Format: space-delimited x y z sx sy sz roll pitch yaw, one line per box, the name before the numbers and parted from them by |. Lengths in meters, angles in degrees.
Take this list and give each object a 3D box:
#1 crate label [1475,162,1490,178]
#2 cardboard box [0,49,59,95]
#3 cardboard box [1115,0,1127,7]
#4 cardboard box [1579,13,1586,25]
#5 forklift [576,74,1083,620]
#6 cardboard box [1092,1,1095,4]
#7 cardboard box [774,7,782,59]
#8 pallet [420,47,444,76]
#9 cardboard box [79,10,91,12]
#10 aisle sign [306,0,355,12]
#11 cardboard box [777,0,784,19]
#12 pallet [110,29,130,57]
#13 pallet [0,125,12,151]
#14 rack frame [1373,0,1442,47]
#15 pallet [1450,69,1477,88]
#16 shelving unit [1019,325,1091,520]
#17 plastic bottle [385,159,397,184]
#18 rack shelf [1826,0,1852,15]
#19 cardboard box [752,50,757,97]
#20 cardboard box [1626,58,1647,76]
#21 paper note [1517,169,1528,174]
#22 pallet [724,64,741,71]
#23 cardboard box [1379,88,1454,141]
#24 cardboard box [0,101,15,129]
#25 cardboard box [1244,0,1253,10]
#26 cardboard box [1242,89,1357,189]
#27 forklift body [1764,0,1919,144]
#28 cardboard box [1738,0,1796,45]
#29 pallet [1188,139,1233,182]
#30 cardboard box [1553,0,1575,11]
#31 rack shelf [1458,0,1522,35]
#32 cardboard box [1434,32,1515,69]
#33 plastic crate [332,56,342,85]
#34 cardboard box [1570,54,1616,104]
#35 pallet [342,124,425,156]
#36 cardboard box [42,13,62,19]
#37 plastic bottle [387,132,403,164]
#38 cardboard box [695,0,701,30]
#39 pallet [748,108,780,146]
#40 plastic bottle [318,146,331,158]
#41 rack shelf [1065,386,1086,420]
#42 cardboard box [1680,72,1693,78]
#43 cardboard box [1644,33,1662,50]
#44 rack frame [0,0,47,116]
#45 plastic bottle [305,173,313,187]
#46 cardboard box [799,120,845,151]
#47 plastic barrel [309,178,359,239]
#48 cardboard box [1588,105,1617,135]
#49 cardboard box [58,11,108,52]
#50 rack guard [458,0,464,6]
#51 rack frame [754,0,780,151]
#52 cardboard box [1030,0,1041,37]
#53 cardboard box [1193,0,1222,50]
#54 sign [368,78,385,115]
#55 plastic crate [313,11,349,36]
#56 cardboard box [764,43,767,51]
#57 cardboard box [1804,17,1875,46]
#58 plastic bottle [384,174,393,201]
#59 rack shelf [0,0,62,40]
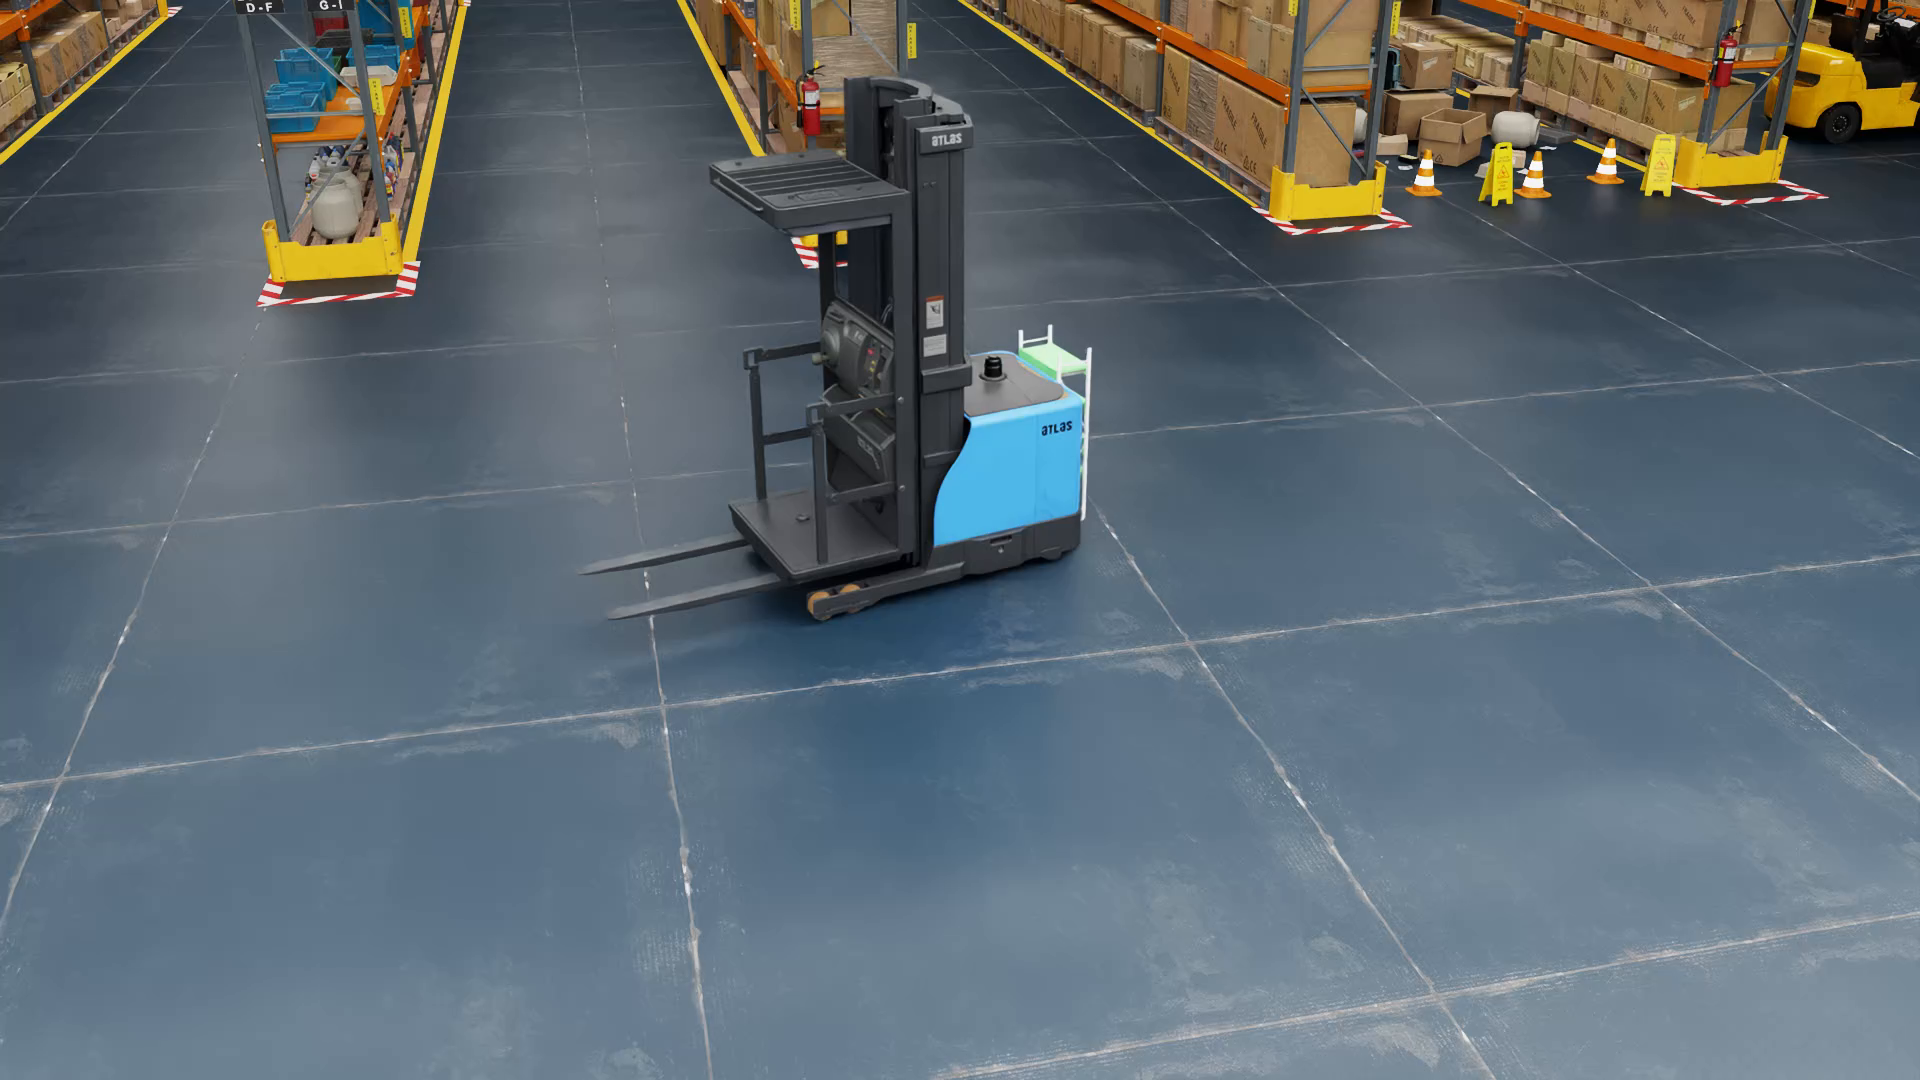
crate label | 6.059 -4.208 18.936 0.250 0.136 0.298 -23 35 -38
cardboard box | -12.279 -6.162 21.916 0.500 0.500 0.500 -5 27 -9
cardboard box | 2.348 -7.251 21.676 0.500 0.500 0.500 -6 27 -11
cardboard box | 7.822 -6.380 20.339 0.380 0.149 0.250 -6 27 -12
forklift | -0.788 -1.107 9.690 3.031 2.935 1.130 -13 30 -24
cardboard box | 2.133 -8.050 24.846 0.500 0.250 0.500 -7 28 -14
cardboard box | -1.499 -5.419 17.716 0.875 0.500 0.500 -6 27 -12
pallet | -8.118 -6.986 24.357 1.003 0.211 1.213 -6 27 -12
cardboard box | -13.930 -8.156 26.075 0.500 0.311 0.500 -6 27 -12
aisle sign | -5.524 -5.001 14.444 0.394 0.787 0.004 -6 27 -12
cardboard box | -1.593 -5.624 17.013 0.500 0.500 0.500 -6 27 -12
pallet | -13.510 -7.666 25.704 1.003 0.211 1.213 -6 27 -12
pallet | -12.036 -4.708 19.844 1.003 0.211 1.213 -6 27 -12
rack frame | 6.852 -8.864 24.982 1.000 3.000 0.127 -6 27 -12
pallet | 7.298 -6.741 23.871 1.003 0.211 1.213 -6 27 -12
shelving unit | 0.606 -0.748 10.900 0.258 1.200 0.503 -13 30 -24
plastic bottle | -6.076 -3.932 17.750 0.097 0.271 0.097 0 27 0
rack shelf | 12.138 -8.170 24.407 1.077 0.370 4.000 -6 27 -12
cardboard box | -2.360 -6.155 21.902 0.700 0.500 0.500 -4 27 -7
cardboard box | 8.019 -5.526 19.403 0.380 0.149 0.250 -5 27 -11
paper note | 6.503 -4.239 19.115 0.148 0.019 0.142 -16 31 -29
pallet | -2.907 -6.966 24.318 1.003 0.211 1.213 -6 27 -12
cardboard box | 5.574 -5.222 20.386 0.797 0.637 0.503 -6 27 -12
cardboard box | -11.869 -5.160 20.229 0.500 0.250 0.500 -5 27 -10
cardboard box | 3.602 -6.012 17.968 0.875 0.550 0.550 -6 27 -12
cardboard box | 3.638 -4.335 17.901 0.875 0.875 0.875 -6 27 -11
forklift body | 11.286 -6.126 20.499 2.313 2.155 1.214 -6 27 -12
cardboard box | 8.819 -5.765 18.402 0.500 0.500 0.500 -6 27 -12
pallet | 3.327 -4.437 19.307 1.003 0.211 1.213 -6 27 -12
cardboard box | 7.717 -6.846 20.543 0.500 0.500 0.500 -6 27 -12
rack shelf | 7.303 -7.665 23.405 1.077 0.370 4.000 -6 27 -12
cardboard box | 7.309 -6.972 23.685 0.950 0.372 0.625 -5 27 -10
plastic crate | -6.696 -4.879 17.323 0.450 0.188 0.662 -6 27 -12
cardboard box | 7.871 -5.654 20.377 0.500 0.500 0.500 -5 27 -9
pallet | -6.942 -4.694 19.816 1.003 0.211 1.213 -6 27 -12
cardboard box | -13.485 -7.452 24.472 0.500 0.500 0.500 -7 28 -14
plastic bottle | -6.301 -4.359 18.508 0.144 0.351 0.185 -7 28 -13
cardboard box | -3.541 -8.573 26.299 1.225 0.875 0.875 -6 27 -11
pallet | -2.078 -5.198 20.814 1.003 0.211 1.213 -6 27 -12
plastic bottle | -6.907 -4.133 18.061 0.144 0.351 0.185 -7 28 -14
rack shelf | 0.606 -0.905 10.820 0.258 0.148 0.480 -13 30 -24
cardboard box | 8.615 -5.268 19.612 0.500 0.500 0.500 -7 28 -14
cardboard box | 8.073 -5.707 19.006 0.380 0.149 0.250 -5 27 -11
rack frame | -12.455 -6.853 20.999 1.000 3.000 0.127 -6 27 -12
plastic bottle | -6.711 -3.637 17.154 0.061 0.283 0.133 -5 27 -10
cardboard box | -1.497 -4.478 18.601 0.500 0.500 0.500 -8 28 -16
plastic barrel | -6.048 -3.200 16.057 0.421 0.512 0.421 0 27 0
cardboard box | 7.978 -5.097 20.104 0.500 0.250 0.500 -7 28 -13
cardboard box | -12.966 -7.502 24.570 0.500 0.500 0.500 -6 27 -12
rack guard | -9.449 -9.760 29.532 1.175 0.500 0.348 -6 27 -12
rack frame | -1.901 -6.101 19.509 1.000 3.000 0.127 -6 27 -12
cardboard box | 1.401 -8.109 25.796 0.500 0.500 0.500 -7 28 -14
cardboard box | 3.202 -5.979 19.100 0.875 0.550 0.550 -6 27 -12
sign | -5.289 -4.020 15.078 0.100 0.325 0.005 -6 27 -12
plastic crate | -7.134 -5.808 18.858 0.402 0.464 0.583 -6 27 -12
cardboard box | -2.019 -5.646 18.886 0.380 0.149 0.250 -6 27 -12
cardboard box | 12.460 -6.969 23.397 0.875 0.625 0.625 -5 27 -9
plastic bottle | -5.930 -3.648 17.189 0.097 0.271 0.097 0 27 0
rack shelf | -12.906 -7.410 22.900 1.077 0.370 4.000 -6 27 -12
